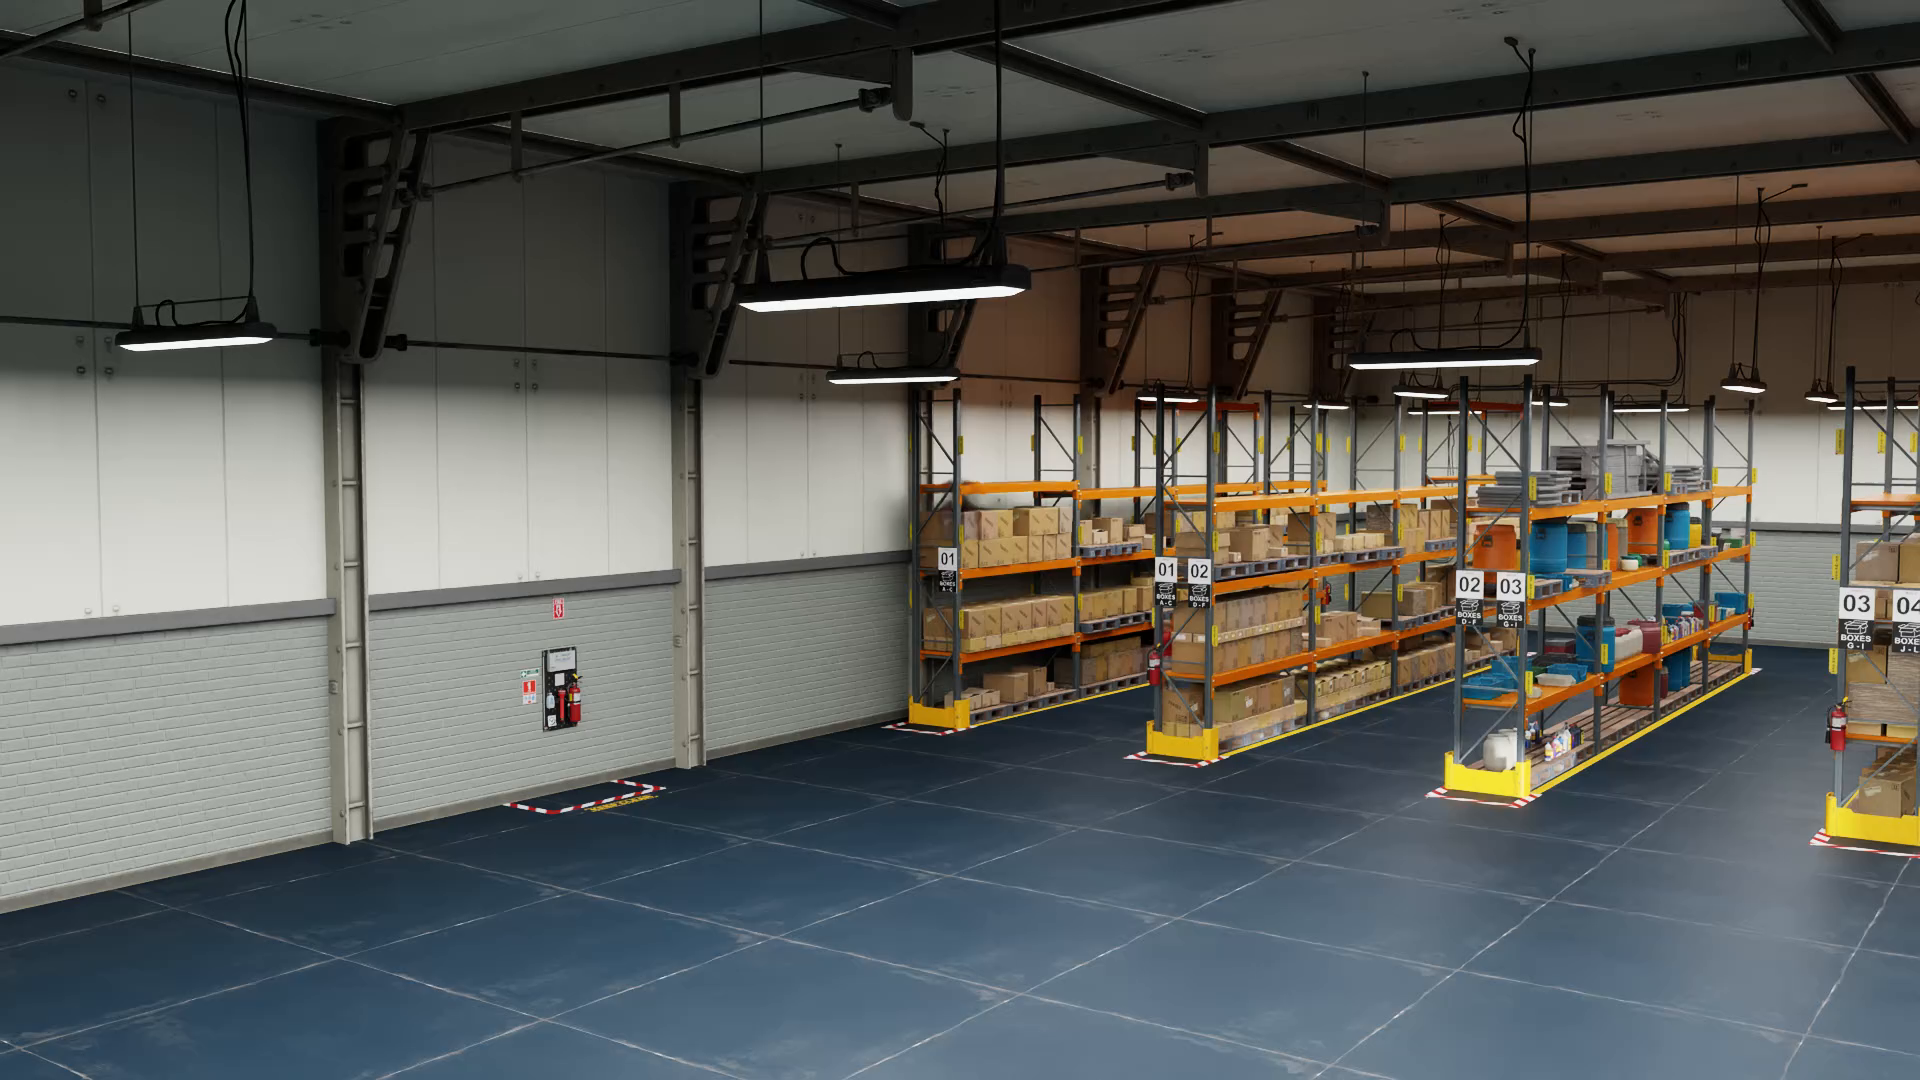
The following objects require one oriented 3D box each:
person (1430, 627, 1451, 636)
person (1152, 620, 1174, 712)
[{"bbox_3d":[12.642,1.658,43.702,0.582,1.690,0.732,-1,3,-18],"label":"person"},{"bbox_3d":[3.828,2.363,31.075,0.397,1.742,0.618,2,4,34],"label":"person"}]
